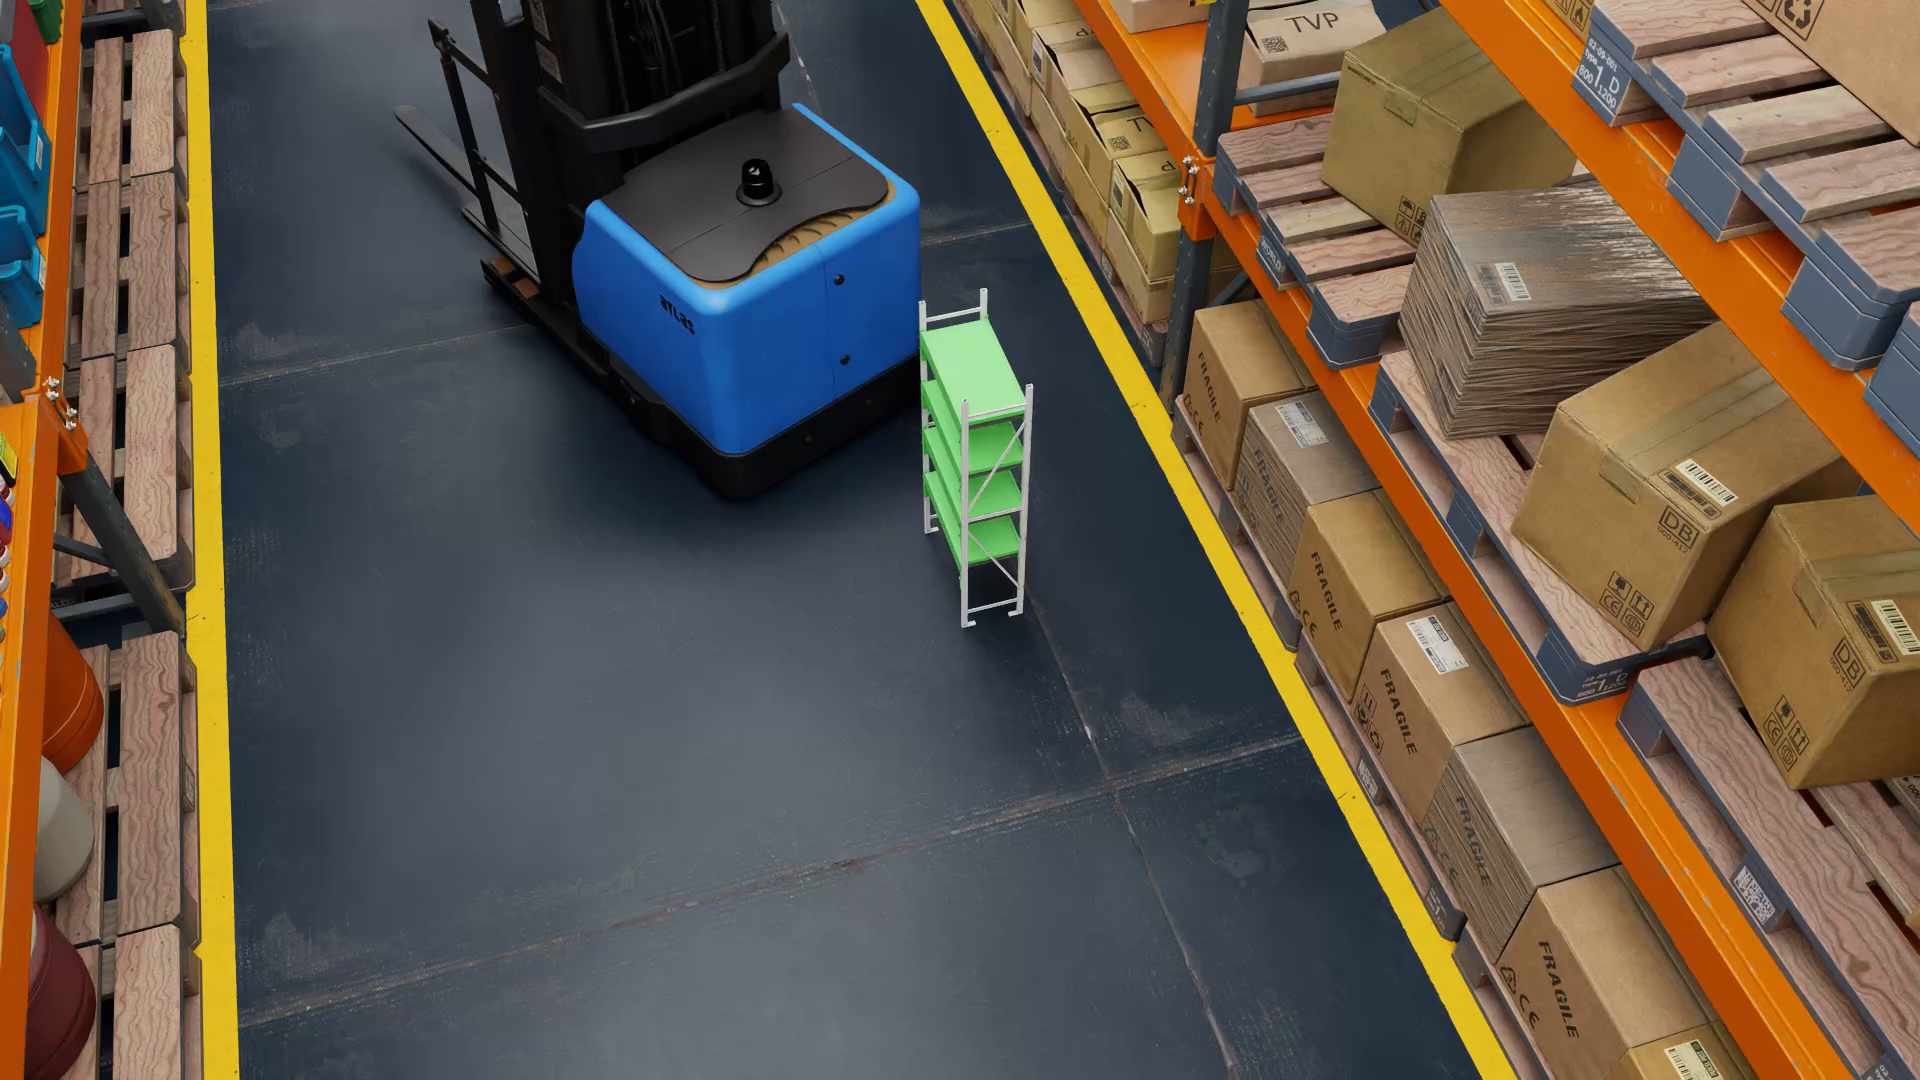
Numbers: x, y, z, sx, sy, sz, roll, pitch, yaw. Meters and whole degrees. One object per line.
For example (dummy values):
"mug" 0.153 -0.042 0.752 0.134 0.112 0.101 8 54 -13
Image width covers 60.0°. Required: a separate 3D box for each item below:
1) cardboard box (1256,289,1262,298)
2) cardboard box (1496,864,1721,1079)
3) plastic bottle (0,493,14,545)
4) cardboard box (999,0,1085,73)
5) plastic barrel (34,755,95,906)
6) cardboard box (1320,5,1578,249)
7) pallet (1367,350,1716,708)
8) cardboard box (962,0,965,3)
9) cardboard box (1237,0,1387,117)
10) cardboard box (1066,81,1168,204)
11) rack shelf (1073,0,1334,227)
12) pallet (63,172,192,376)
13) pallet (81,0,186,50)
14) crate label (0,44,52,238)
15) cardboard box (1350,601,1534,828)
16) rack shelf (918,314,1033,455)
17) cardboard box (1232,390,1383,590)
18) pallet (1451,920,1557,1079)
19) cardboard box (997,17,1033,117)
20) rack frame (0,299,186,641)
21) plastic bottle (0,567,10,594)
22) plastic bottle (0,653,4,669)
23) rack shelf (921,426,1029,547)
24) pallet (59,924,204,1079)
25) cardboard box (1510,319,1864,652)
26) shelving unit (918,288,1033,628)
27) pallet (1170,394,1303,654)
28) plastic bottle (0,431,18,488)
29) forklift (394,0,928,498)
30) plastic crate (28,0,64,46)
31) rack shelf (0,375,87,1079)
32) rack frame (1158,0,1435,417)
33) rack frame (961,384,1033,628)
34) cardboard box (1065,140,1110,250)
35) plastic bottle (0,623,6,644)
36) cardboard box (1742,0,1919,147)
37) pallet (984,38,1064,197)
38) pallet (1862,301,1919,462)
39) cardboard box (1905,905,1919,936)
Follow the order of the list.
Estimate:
"cardboard box" 1.463 -1.341 7.232 0.500 0.250 0.500 -13 51 -11
"cardboard box" 1.962 1.283 4.843 0.500 0.500 0.500 -13 51 -11
"plastic bottle" -2.800 -0.121 4.756 0.061 0.283 0.133 -13 51 -11
"cardboard box" 0.495 -2.514 7.854 0.500 0.311 0.500 -12 51 -10
"plastic barrel" -2.982 0.886 5.183 0.421 0.512 0.421 0 50 0
"cardboard box" 1.631 -1.376 5.398 0.700 0.500 0.500 -30 56 -23
"pallet" 1.917 -0.162 4.840 1.003 0.211 1.213 -13 51 -11
"cardboard box" 0.187 -3.090 8.706 0.500 0.250 0.500 -12 51 -10
"cardboard box" 1.272 -1.890 6.229 0.500 0.311 0.500 -10 51 -9
"cardboard box" 0.787 -1.778 7.234 0.500 0.311 0.500 -14 51 -12
"rack shelf" 0.746 -2.872 7.470 1.077 0.370 4.000 -13 51 -11
"pallet" -3.945 -1.091 7.322 1.003 0.211 1.213 -13 51 -11
"pallet" -4.737 -3.049 8.972 1.003 0.211 1.213 -13 51 -11
"crate label" -3.431 -1.324 5.671 0.502 0.435 0.616 -13 51 -11
"cardboard box" 1.662 0.546 5.464 0.500 0.500 0.500 -15 51 -12
"rack shelf" 0.049 -0.534 5.661 0.258 0.148 0.480 -13 51 -11
"cardboard box" 1.359 -0.201 6.095 0.500 0.500 0.500 -15 51 -12
"pallet" 2.244 1.591 5.060 1.003 0.211 1.213 -13 51 -11
"cardboard box" 0.492 -2.340 8.074 0.500 0.250 0.500 -12 51 -10
"rack frame" -3.395 -0.526 5.021 1.000 3.000 0.127 -13 51 -11
"plastic bottle" -2.755 0.065 4.653 0.097 0.201 0.097 0 50 0
"plastic bottle" -2.668 0.256 4.446 0.097 0.271 0.097 0 50 0
"rack shelf" 0.049 -0.225 6.028 0.258 0.148 0.480 -13 51 -11
"pallet" -2.765 1.829 4.860 1.003 0.211 1.213 -13 51 -11
"cardboard box" 1.939 -0.166 4.378 0.700 0.500 0.500 -25 54 -20
"shelving unit" 0.049 -0.266 5.979 0.258 1.200 0.503 -13 51 -11
"pallet" 1.522 -0.191 6.562 1.003 0.211 1.213 -13 51 -11
"plastic bottle" -2.868 -0.289 4.898 0.061 0.283 0.133 -13 51 -11
"forklift" -1.479 -2.166 6.449 1.130 2.935 3.031 -34 58 -25
"plastic crate" -3.794 -2.171 6.547 0.450 0.188 0.662 -13 51 -11
"rack shelf" -2.804 1.167 4.065 1.077 0.370 4.000 -13 51 -11
"rack frame" 1.337 -1.643 5.963 1.000 3.000 0.127 -13 51 -11
"rack frame" 0.121 -0.088 5.829 0.240 1.200 0.015 -13 51 -11
"cardboard box" 0.793 -1.597 7.448 0.500 0.250 0.500 -14 51 -11
"plastic bottle" -2.697 0.207 4.533 0.097 0.201 0.097 0 50 0
"cardboard box" 2.045 -1.247 3.261 0.600 0.600 0.600 -15 52 -12
"pallet" 0.774 -2.244 8.293 1.003 0.211 1.213 -13 51 -11
"pallet" 2.395 -0.120 2.840 1.213 0.211 1.003 -13 51 -11
"cardboard box" 2.594 0.714 3.636 0.700 0.500 0.500 -30 56 -23
